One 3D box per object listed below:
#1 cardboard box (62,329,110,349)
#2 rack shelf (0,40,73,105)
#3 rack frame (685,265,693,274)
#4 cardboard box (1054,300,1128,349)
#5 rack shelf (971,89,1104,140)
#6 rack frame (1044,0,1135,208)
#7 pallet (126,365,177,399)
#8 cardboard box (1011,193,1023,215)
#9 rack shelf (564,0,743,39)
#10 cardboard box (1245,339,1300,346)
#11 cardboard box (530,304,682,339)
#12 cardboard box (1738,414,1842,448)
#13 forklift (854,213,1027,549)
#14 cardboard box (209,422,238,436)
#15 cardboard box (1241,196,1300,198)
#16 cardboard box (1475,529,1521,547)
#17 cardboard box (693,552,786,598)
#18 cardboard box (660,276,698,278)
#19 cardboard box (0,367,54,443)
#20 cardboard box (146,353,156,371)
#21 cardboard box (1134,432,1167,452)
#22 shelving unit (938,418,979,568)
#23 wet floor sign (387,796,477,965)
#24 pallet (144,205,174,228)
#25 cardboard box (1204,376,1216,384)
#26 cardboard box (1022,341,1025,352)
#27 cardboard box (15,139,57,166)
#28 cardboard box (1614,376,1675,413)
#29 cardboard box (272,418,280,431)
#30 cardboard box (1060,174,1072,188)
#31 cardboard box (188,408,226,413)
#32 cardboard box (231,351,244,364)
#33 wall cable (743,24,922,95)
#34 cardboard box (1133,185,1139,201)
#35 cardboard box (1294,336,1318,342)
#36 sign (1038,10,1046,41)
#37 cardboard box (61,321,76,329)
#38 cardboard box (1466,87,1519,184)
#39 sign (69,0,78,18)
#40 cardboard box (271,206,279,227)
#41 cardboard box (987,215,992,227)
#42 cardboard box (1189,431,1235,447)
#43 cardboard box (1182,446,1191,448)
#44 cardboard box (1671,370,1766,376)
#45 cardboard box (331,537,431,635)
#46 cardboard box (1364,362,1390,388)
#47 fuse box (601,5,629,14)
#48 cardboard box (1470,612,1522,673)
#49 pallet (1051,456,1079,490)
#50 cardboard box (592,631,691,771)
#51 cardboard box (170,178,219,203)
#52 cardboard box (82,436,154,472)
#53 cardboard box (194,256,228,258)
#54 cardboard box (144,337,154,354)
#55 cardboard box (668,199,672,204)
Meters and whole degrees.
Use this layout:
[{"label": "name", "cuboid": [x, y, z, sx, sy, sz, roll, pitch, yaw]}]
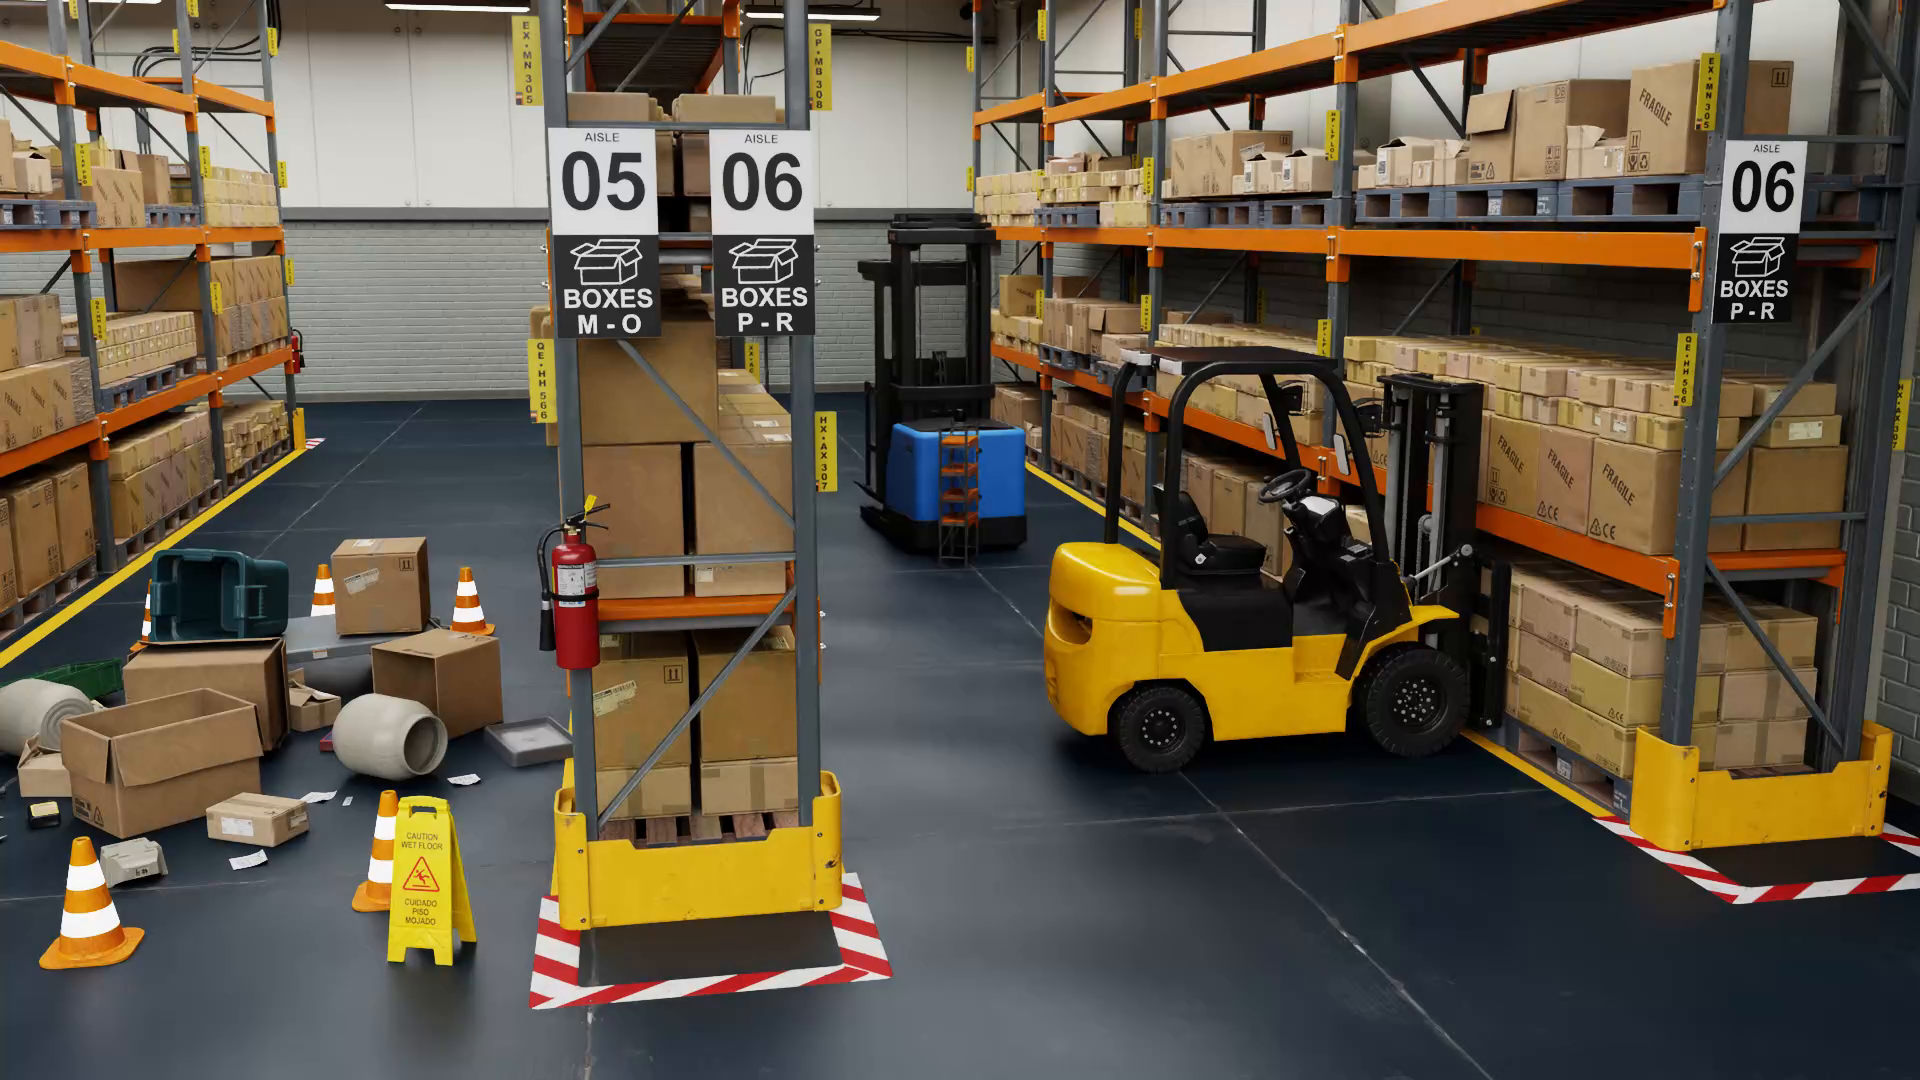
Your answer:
[{"label": "cardboard box", "cuboid": [-7.428, -1.698, 14.052, 0.380, 0.149, 0.250, -2, 11, -13]}, {"label": "rack shelf", "cuboid": [-7.085, -3.212, 10.999, 1.077, 0.370, 4.000, -2, 11, -11]}, {"label": "rack frame", "cuboid": [-3.416, -2.114, 18.280, 1.000, 3.000, 0.127, -2, 11, -11]}, {"label": "cardboard box", "cuboid": [1.428, -2.359, 18.175, 0.700, 0.500, 0.500, -2, 11, -10]}, {"label": "rack shelf", "cuboid": [1.063, -5.254, 20.666, 1.077, 0.370, 4.000, -2, 11, -11]}, {"label": "rack frame", "cuboid": [1.452, -5.242, 18.671, 1.000, 3.000, 0.127, -2, 11, -11]}, {"label": "pallet", "cuboid": [-7.899, -1.449, 15.300, 1.003, 0.211, 1.213, -2, 11, -11]}, {"label": "cardboard box", "cuboid": [0.913, -4.110, 20.349, 0.500, 0.250, 0.500, -2, 11, -10]}, {"label": "rack shelf", "cuboid": [-1.471, -2.872, 8.150, 1.077, 0.370, 4.000, -2, 11, -11]}, {"label": "cardboard box", "cuboid": [2.447, -1.483, 12.965, 0.380, 0.149, 0.250, -2, 11, -11]}, {"label": "cardboard box", "cuboid": [-1.687, -0.868, 7.997, 0.700, 0.500, 0.500, -2, 11, -12]}, {"label": "cardboard box", "cuboid": [3.975, -0.534, 7.975, 0.380, 0.149, 0.250, -2, 11, -12]}, {"label": "forklift", "cuboid": [-0.332, -1.591, 15.717, 1.130, 2.935, 3.031, -3, 11, -17]}, {"label": "cardboard box", "cuboid": [-8.281, -1.228, 18.538, 0.380, 0.149, 0.250, -2, 11, -12]}, {"label": "cardboard box", "cuboid": [2.623, -3.093, 14.413, 0.500, 0.250, 0.500, -2, 11, -11]}, {"label": "cardboard box", "cuboid": [3.492, 0.094, 10.235, 0.500, 0.250, 0.500, -2, 11, -11]}, {"label": "cardboard box", "cuboid": [-0.945, 0.141, 7.107, 0.380, 0.149, 0.250, -2, 11, -11]}, {"label": "cardboard box", "cuboid": [-2.975, -2.487, 17.297, 0.500, 0.500, 0.500, -2, 11, -10]}, {"label": "cardboard box", "cuboid": [-6.930, -0.975, 12.028, 0.500, 0.500, 0.500, -2, 11, -12]}, {"label": "cardboard box", "cuboid": [-7.672, -1.645, 15.364, 0.380, 0.149, 0.250, -2, 11, -13]}, {"label": "cardboard box", "cuboid": [1.886, -0.940, 15.939, 0.380, 0.149, 0.250, -3, 11, -14]}, {"label": "shelving unit", "cuboid": [-0.007, -0.405, 14.115, 0.258, 1.200, 0.503, 2, 11, 11]}, {"label": "wet floor sign", "cuboid": [-2.094, 1.317, 6.549, 0.267, 0.644, 0.232, 2, 11, 9]}, {"label": "pallet", "cuboid": [-8.031, -2.989, 15.360, 1.213, 0.211, 1.003, -2, 11, -11]}, {"label": "cardboard box", "cuboid": [2.257, -1.454, 13.880, 0.500, 0.250, 0.500, -2, 11, -12]}, {"label": "cardboard box", "cuboid": [0.972, -2.364, 20.265, 0.380, 0.149, 0.250, -2, 11, -10]}, {"label": "cardboard box", "cuboid": [-8.077, -3.380, 14.597, 0.396, 0.266, 0.258, -2, 11, -11]}, {"label": "cardboard box", "cuboid": [3.432, -0.710, 8.107, 0.380, 0.149, 0.250, -2, 11, -11]}, {"label": "cardboard box", "cuboid": [-8.544, -1.419, 20.336, 0.380, 0.149, 0.250, -3, 11, -13]}, {"label": "cardboard box", "cuboid": [1.286, -3.835, 17.788, 0.380, 0.149, 0.250, -2, 11, -12]}, {"label": "cardboard box", "cuboid": [-9.037, -1.499, 19.960, 0.380, 0.149, 0.250, -3, 11, -14]}, {"label": "cardboard box", "cuboid": [-8.244, -2.046, 18.596, 0.380, 0.149, 0.250, -2, 11, -10]}, {"label": "wall cable", "cuboid": [-2.098, -6.967, 27.634, 2.988, 3.039, 0.133, -2, 11, -11]}, {"label": "cardboard box", "cuboid": [1.868, -3.311, 15.881, 0.380, 0.149, 0.250, -2, 11, -10]}, {"label": "cardboard box", "cuboid": [2.900, -1.549, 13.311, 0.380, 0.149, 0.250, -2, 11, -11]}, {"label": "sign", "cuboid": [0.917, -5.723, 18.490, 0.100, 0.325, 0.005, -2, 11, -11]}, {"label": "cardboard box", "cuboid": [-8.318, -1.915, 15.193, 0.380, 0.149, 0.250, -2, 11, -9]}, {"label": "cardboard box", "cuboid": [3.284, -2.246, 9.287, 0.797, 0.503, 0.637, -2, 11, -9]}, {"label": "sign", "cuboid": [-8.787, -5.344, 16.495, 0.100, 0.325, 0.005, -2, 11, -11]}, {"label": "cardboard box", "cuboid": [-8.682, -3.975, 20.437, 0.500, 0.250, 0.500, -2, 11, -12]}, {"label": "cardboard box", "cuboid": [0.566, -4.168, 21.720, 0.380, 0.149, 0.250, -2, 11, -10]}, {"label": "cardboard box", "cuboid": [2.435, -0.965, 16.073, 0.380, 0.149, 0.250, -2, 11, -8]}, {"label": "cardboard box", "cuboid": [2.423, -0.627, 16.032, 0.500, 0.500, 0.500, -2, 11, -9]}, {"label": "cardboard box", "cuboid": [3.848, -0.775, 8.446, 0.380, 0.149, 0.250, -2, 11, -10]}, {"label": "cardboard box", "cuboid": [-3.600, 0.280, 10.365, 0.500, 0.500, 0.500, -2, 11, -11]}, {"label": "cardboard box", "cuboid": [2.864, -1.080, 10.846, 0.380, 0.149, 0.250, -2, 11, -10]}, {"label": "fuse box", "cuboid": [-5.556, -8.385, 26.629, 0.513, 0.334, 0.176, -2, 11, -11]}, {"label": "cardboard box", "cuboid": [3.177, 0.541, 9.228, 0.500, 0.250, 0.500, -2, 11, -12]}, {"label": "pallet", "cuboid": [1.648, -0.777, 18.716, 1.003, 0.211, 1.213, -2, 11, -11]}, {"label": "cardboard box", "cuboid": [-1.493, 0.726, 7.586, 0.500, 0.500, 0.500, -2, 11, -11]}, {"label": "cardboard box", "cuboid": [-8.110, -3.658, 17.433, 0.500, 0.250, 0.500, -2, 11, -9]}, {"label": "cardboard box", "cuboid": [-7.469, -0.757, 14.706, 0.500, 0.250, 0.500, -2, 11, -12]}, {"label": "cardboard box", "cuboid": [-9.098, -3.151, 19.992, 0.500, 0.500, 0.500, -2, 11, -9]}, {"label": "cardboard box", "cuboid": [-7.679, -1.792, 15.343, 0.380, 0.149, 0.250, -2, 11, -9]}, {"label": "cardboard box", "cuboid": [-1.326, -1.935, 8.922, 0.500, 0.250, 0.500, -2, 11, -12]}]
